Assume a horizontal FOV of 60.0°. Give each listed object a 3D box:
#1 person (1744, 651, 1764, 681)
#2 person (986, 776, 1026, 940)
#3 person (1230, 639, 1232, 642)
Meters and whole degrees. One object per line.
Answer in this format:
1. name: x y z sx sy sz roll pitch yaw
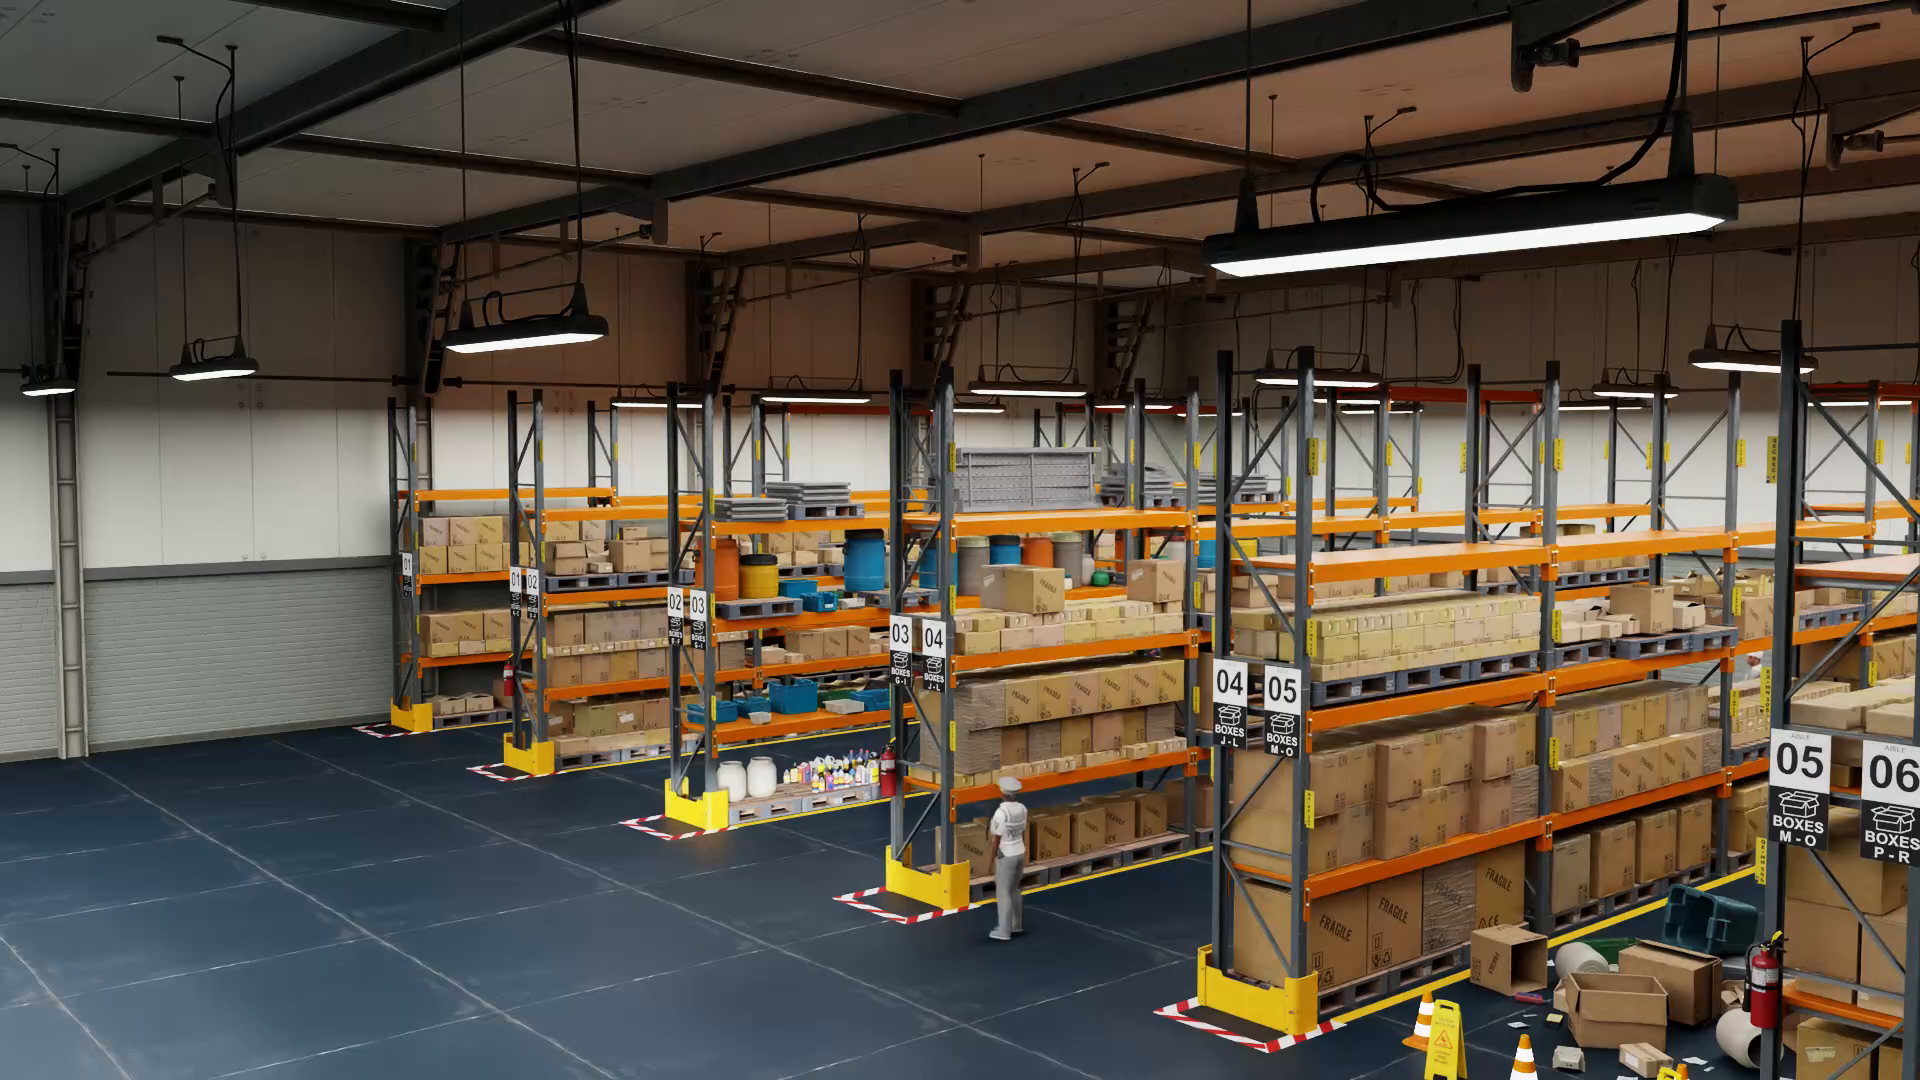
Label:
1. person: 12.989 2.691 27.309 0.643 1.842 0.643 -1 4 -21
2. person: 0.482 3.311 17.355 0.383 1.695 0.479 1 4 24
3. person: 5.768 2.374 33.981 0.578 1.680 0.448 0 3 1
